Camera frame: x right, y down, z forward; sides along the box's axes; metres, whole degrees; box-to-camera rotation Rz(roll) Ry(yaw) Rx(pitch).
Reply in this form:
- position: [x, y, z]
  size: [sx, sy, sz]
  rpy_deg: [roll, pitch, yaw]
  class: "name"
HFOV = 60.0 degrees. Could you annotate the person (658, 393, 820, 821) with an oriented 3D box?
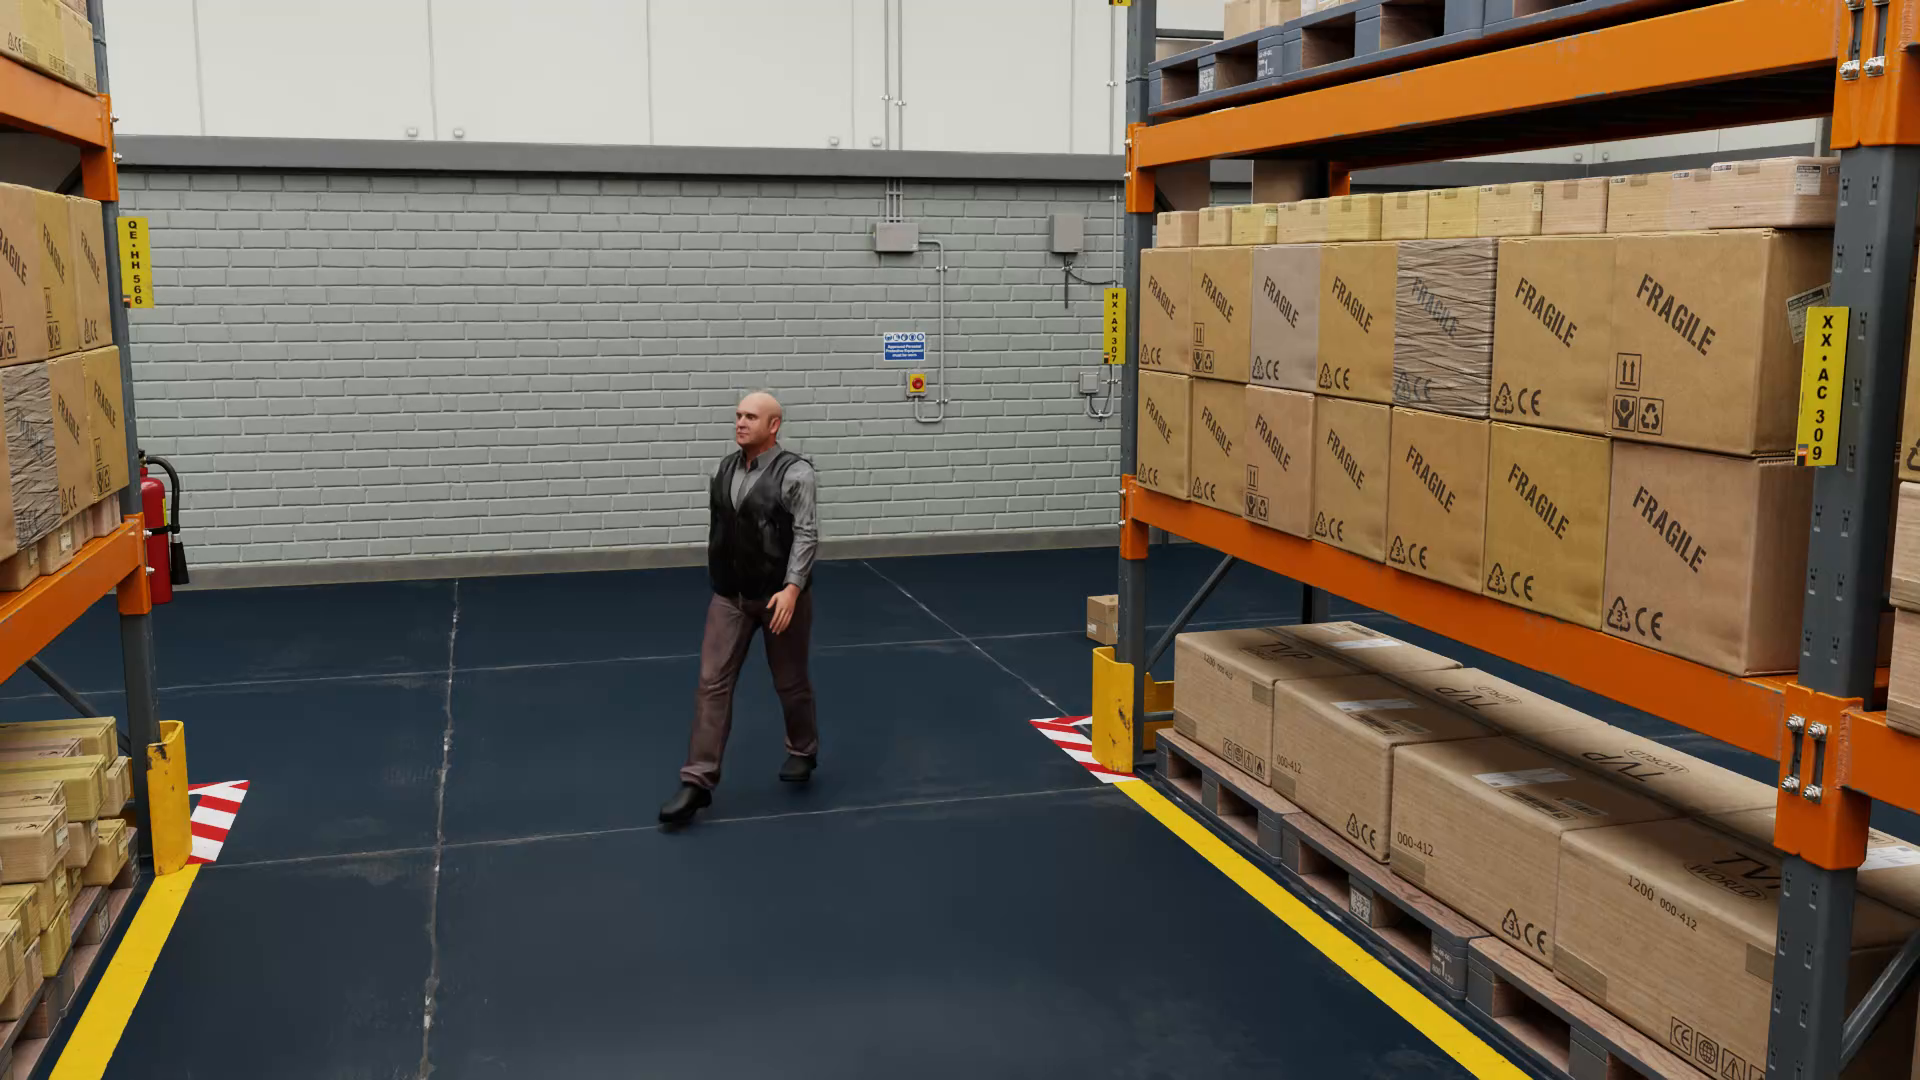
- position: [-0.861, 0.242, 6.834]
  size: [0.558, 1.678, 0.938]
  rpy_deg: [4, 10, 22]
  class: "person"
